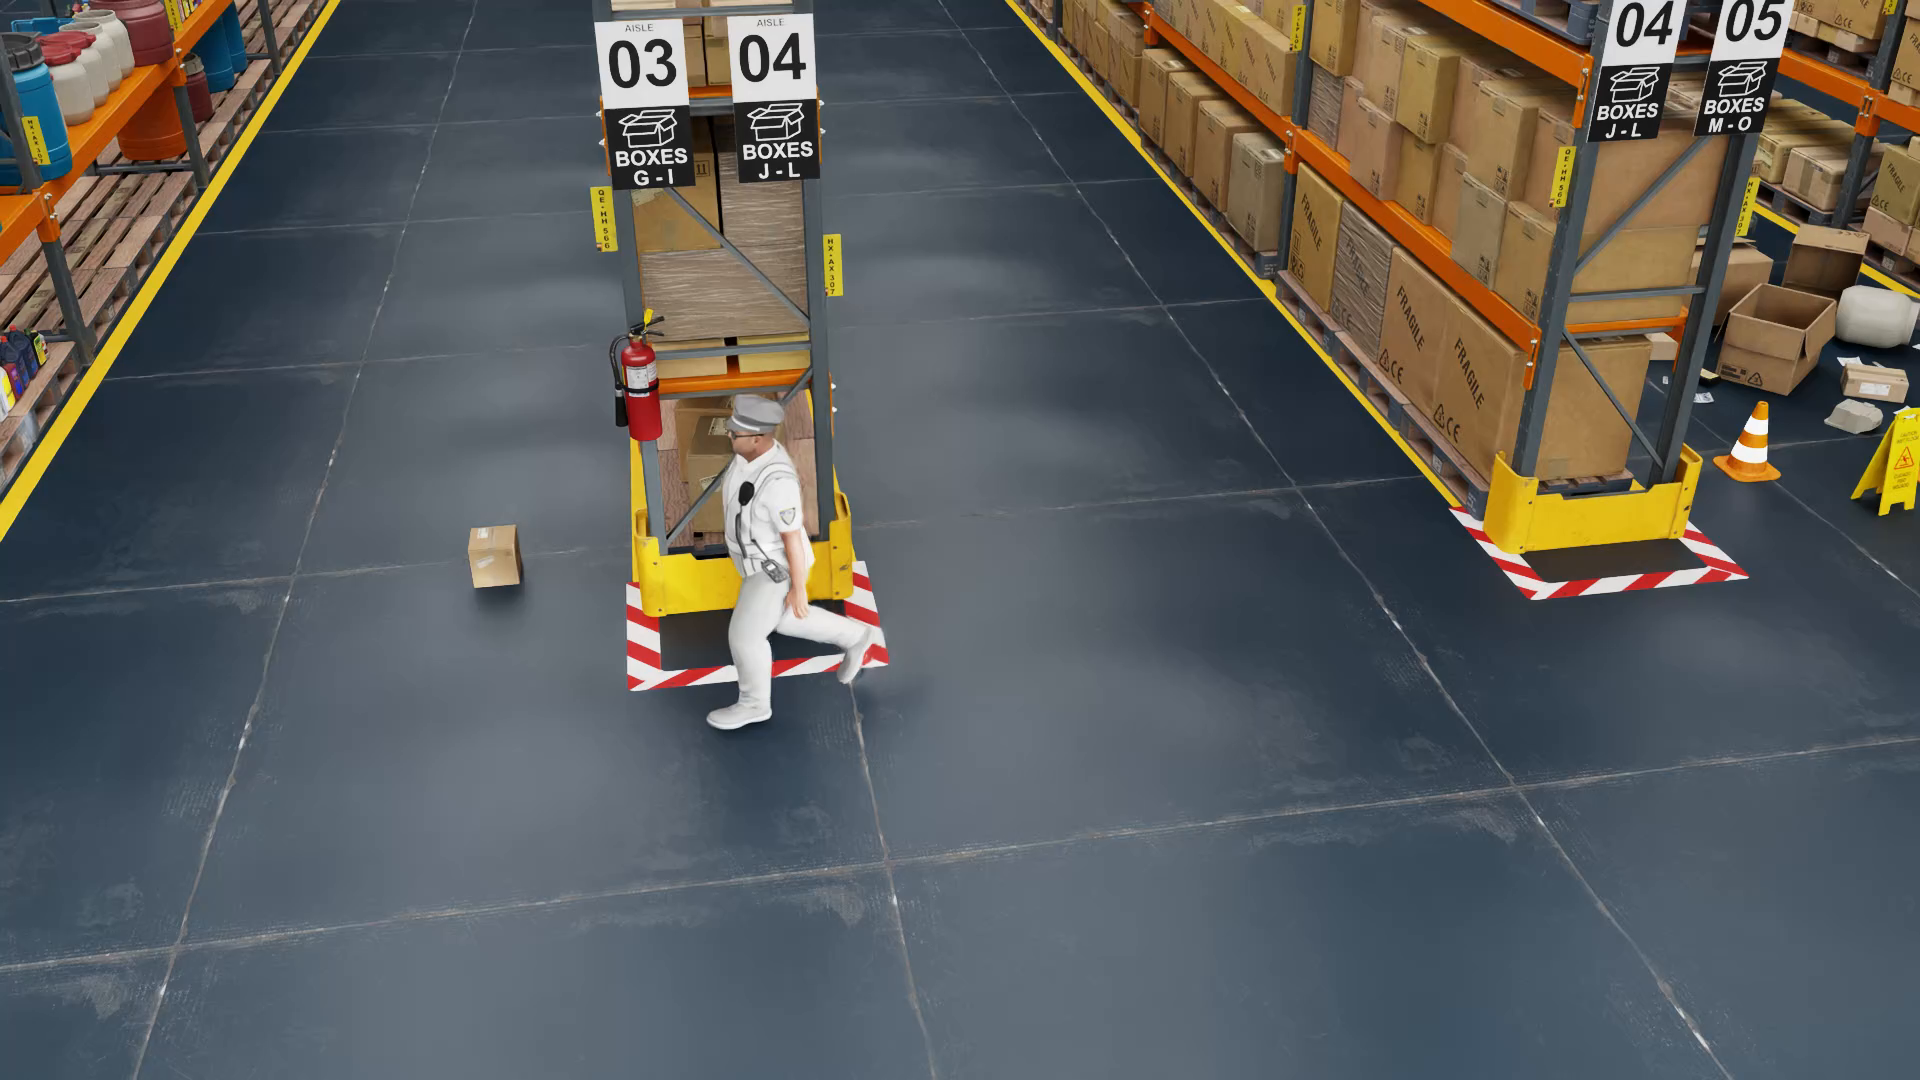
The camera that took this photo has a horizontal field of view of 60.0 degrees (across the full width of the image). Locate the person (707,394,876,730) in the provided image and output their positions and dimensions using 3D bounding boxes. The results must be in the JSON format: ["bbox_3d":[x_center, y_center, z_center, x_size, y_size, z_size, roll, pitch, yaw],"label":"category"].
[{"bbox_3d":[-0.842,0.071,7.988,0.912,1.725,0.573,-9,32,-15],"label":"person"}]
